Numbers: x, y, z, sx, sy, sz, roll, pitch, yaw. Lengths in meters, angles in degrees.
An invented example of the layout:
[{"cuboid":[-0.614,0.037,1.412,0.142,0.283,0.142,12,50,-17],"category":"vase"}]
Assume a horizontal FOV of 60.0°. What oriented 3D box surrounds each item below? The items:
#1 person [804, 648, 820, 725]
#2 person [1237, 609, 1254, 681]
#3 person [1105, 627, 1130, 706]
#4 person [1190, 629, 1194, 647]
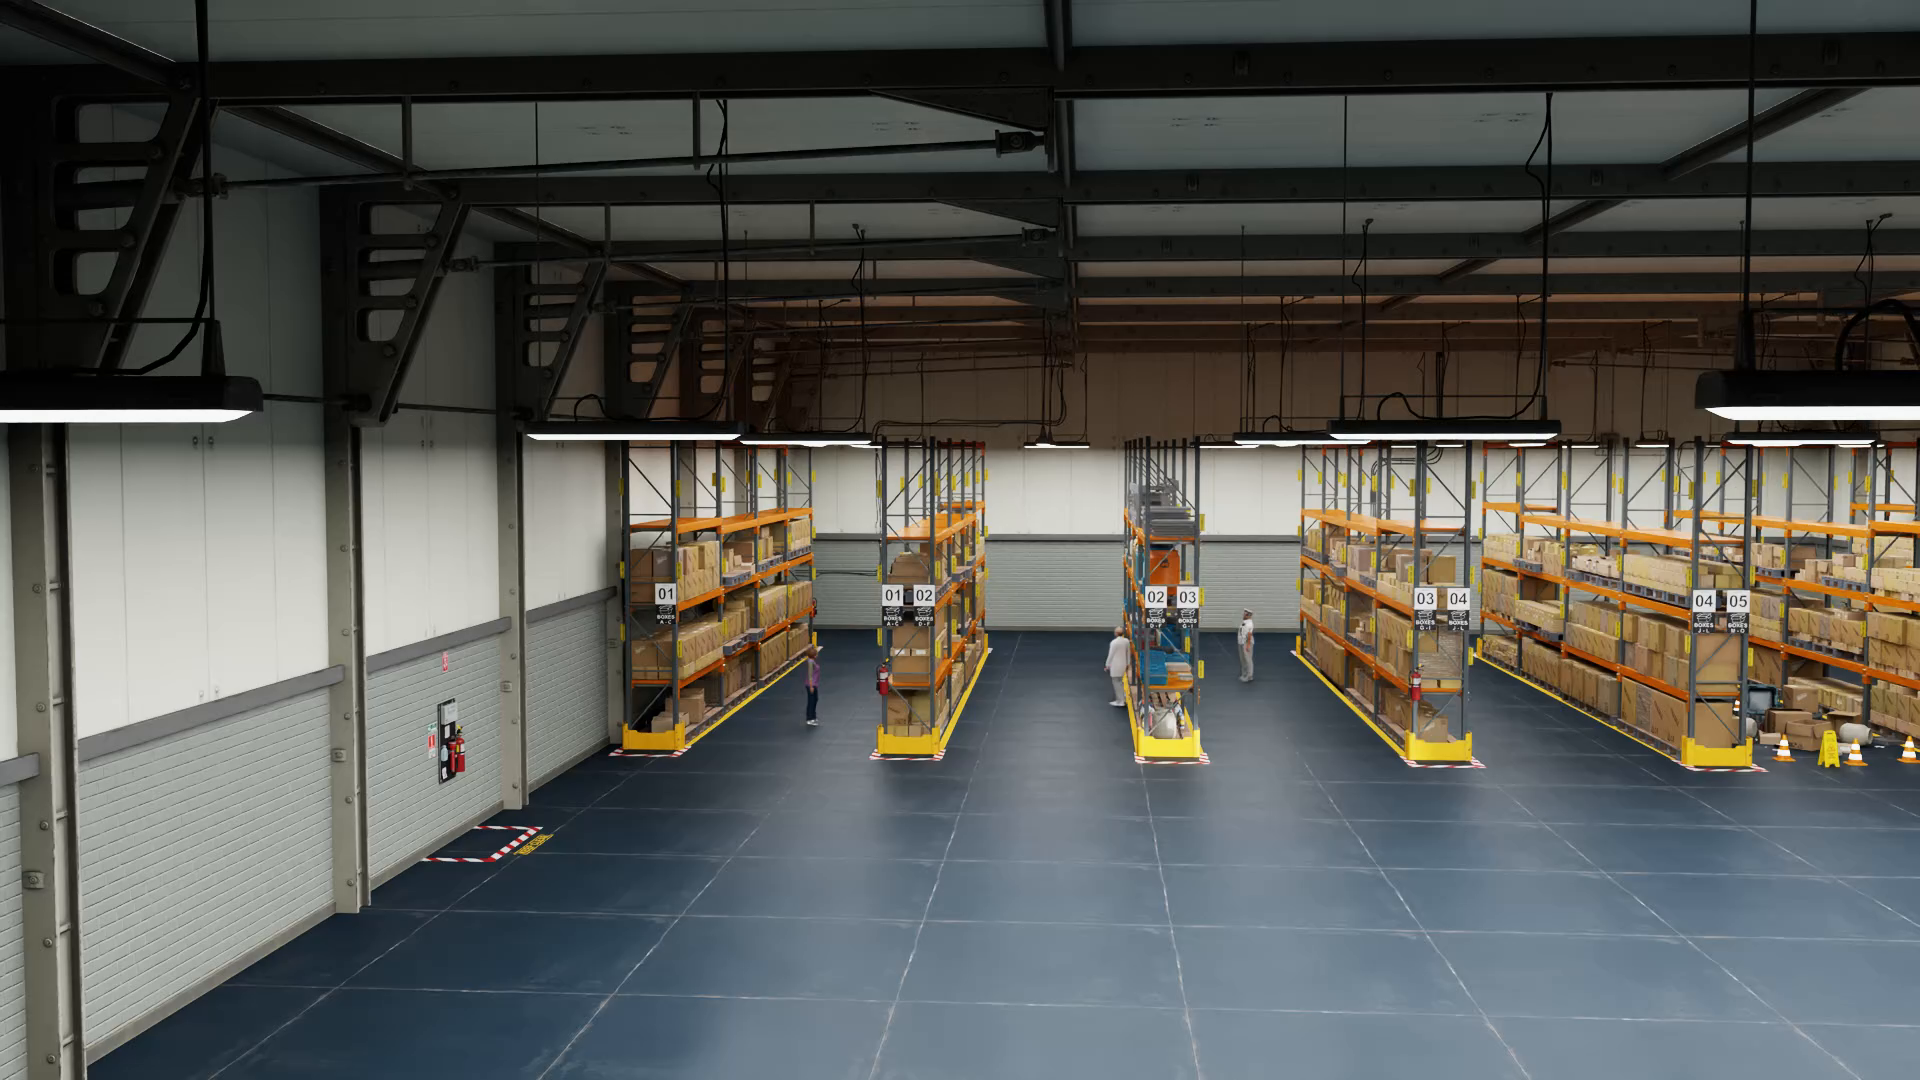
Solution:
[{"cuboid":[-3.100,3.091,34.861,0.325,1.661,0.482,0,3,4],"category":"person"},{"cuboid":[7.153,2.613,41.647,0.444,1.783,0.583,-1,3,-16],"category":"person"},{"cuboid":[3.516,2.841,37.252,0.491,1.809,0.587,3,4,45],"category":"person"},{"cuboid":[6.631,2.304,47.831,0.486,1.730,1.018,0,3,2],"category":"person"}]
